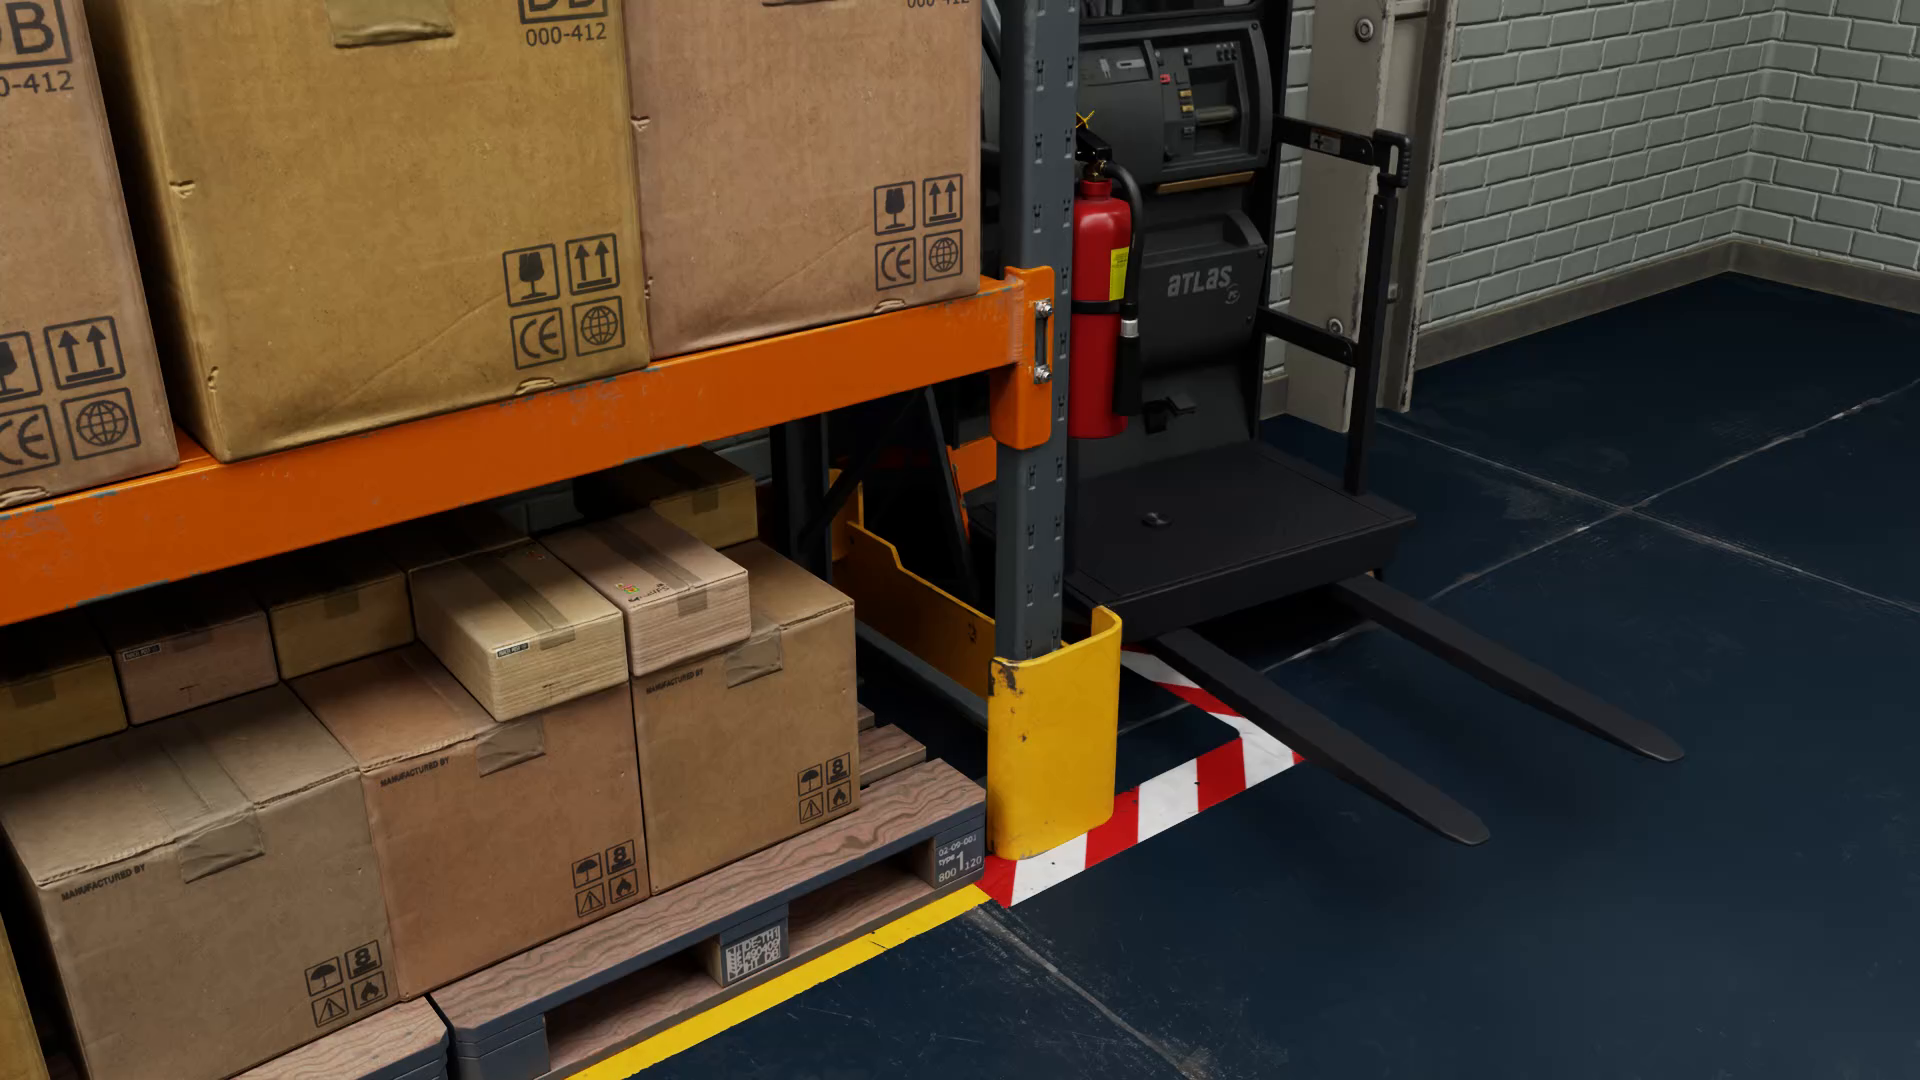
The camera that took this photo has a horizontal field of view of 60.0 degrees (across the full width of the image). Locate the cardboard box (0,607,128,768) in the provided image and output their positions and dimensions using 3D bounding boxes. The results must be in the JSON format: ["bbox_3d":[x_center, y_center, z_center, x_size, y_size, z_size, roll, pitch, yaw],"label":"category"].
[{"bbox_3d":[-1.641,0.229,2.893,0.250,0.149,0.380,-18,30,-34],"label":"cardboard box"}]

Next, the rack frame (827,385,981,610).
[{"bbox_3d":[-0.247,-0.343,4.604,0.500,1.125,0.032,-1,17,45],"label":"rack frame"}]

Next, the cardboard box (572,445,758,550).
[{"bbox_3d":[-0.644,-0.101,3.604,0.250,0.149,0.380,-18,30,-34],"label":"cardboard box"}]

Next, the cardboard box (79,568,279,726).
[{"bbox_3d":[-1.440,0.162,3.037,0.250,0.149,0.380,-18,30,-33],"label":"cardboard box"}]

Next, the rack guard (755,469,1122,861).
[{"bbox_3d":[-0.111,0.261,4.093,0.348,0.500,1.175,-18,31,-34],"label":"rack guard"}]

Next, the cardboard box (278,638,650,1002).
[{"bbox_3d":[-1.013,0.422,3.248,0.500,0.500,0.700,-18,31,-34],"label":"cardboard box"}]

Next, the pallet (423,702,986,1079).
[{"bbox_3d":[-0.711,0.632,3.637,1.213,0.211,1.003,-18,31,-34],"label":"pallet"}]

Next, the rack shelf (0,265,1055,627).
[{"bbox_3d":[-1.704,-0.020,2.585,4.000,0.370,1.077,-18,31,-34],"label":"rack shelf"}]

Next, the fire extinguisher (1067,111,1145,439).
[{"bbox_3d":[0.273,-0.548,3.403,0.183,0.674,0.296,-18,31,-34],"label":"fire extinguisher"}]

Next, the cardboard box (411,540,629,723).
[{"bbox_3d":[-0.809,0.158,3.046,0.250,0.149,0.380,-17,30,-33],"label":"cardboard box"}]

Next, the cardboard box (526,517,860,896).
[{"bbox_3d":[-0.619,0.292,3.528,0.500,0.500,0.700,-18,31,-34],"label":"cardboard box"}]

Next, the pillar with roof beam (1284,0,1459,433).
[{"bbox_3d":[4.117,-3.149,1.346,0.400,9.000,9.100,-18,31,-34],"label":"pillar with roof beam"}]

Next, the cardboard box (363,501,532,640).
[{"bbox_3d":[-1.043,0.031,3.320,0.250,0.149,0.380,-18,30,-34],"label":"cardboard box"}]

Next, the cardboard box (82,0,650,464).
[{"bbox_3d":[-1.091,-0.674,2.782,0.700,0.700,0.980,-19,31,-34],"label":"cardboard box"}]

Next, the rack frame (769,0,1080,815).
[{"bbox_3d":[-0.130,-0.866,3.553,0.127,3.000,1.000,-18,31,-34],"label":"rack frame"}]

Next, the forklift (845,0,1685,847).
[{"bbox_3d":[0.549,-1.124,4.191,1.130,2.935,3.031,-14,28,-28],"label":"forklift"}]

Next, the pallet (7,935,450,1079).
[{"bbox_3d":[-1.671,0.948,2.958,1.213,0.211,1.003,-18,31,-34],"label":"pallet"}]

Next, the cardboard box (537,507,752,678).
[{"bbox_3d":[-0.608,0.092,3.189,0.250,0.149,0.380,-19,31,-35],"label":"cardboard box"}]

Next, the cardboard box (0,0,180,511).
[{"bbox_3d":[-1.697,-0.479,2.362,0.700,0.700,0.980,-20,32,-36],"label":"cardboard box"}]

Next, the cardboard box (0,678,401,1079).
[{"bbox_3d":[-1.408,0.553,2.966,0.500,0.500,0.700,-19,31,-36],"label":"cardboard box"}]

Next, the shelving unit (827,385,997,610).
[{"bbox_3d":[0.092,-0.496,4.950,0.538,1.125,1.048,-1,17,45],"label":"shelving unit"}]

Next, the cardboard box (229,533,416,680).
[{"bbox_3d":[-1.240,0.096,3.180,0.250,0.149,0.380,-18,30,-34],"label":"cardboard box"}]

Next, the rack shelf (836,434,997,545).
[{"bbox_3d":[0.147,-0.263,5.000,0.538,0.278,1.000,-1,17,45],"label":"rack shelf"}]

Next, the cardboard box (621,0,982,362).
[{"bbox_3d":[-0.525,-0.866,3.197,0.700,0.700,0.980,-17,30,-32],"label":"cardboard box"}]
